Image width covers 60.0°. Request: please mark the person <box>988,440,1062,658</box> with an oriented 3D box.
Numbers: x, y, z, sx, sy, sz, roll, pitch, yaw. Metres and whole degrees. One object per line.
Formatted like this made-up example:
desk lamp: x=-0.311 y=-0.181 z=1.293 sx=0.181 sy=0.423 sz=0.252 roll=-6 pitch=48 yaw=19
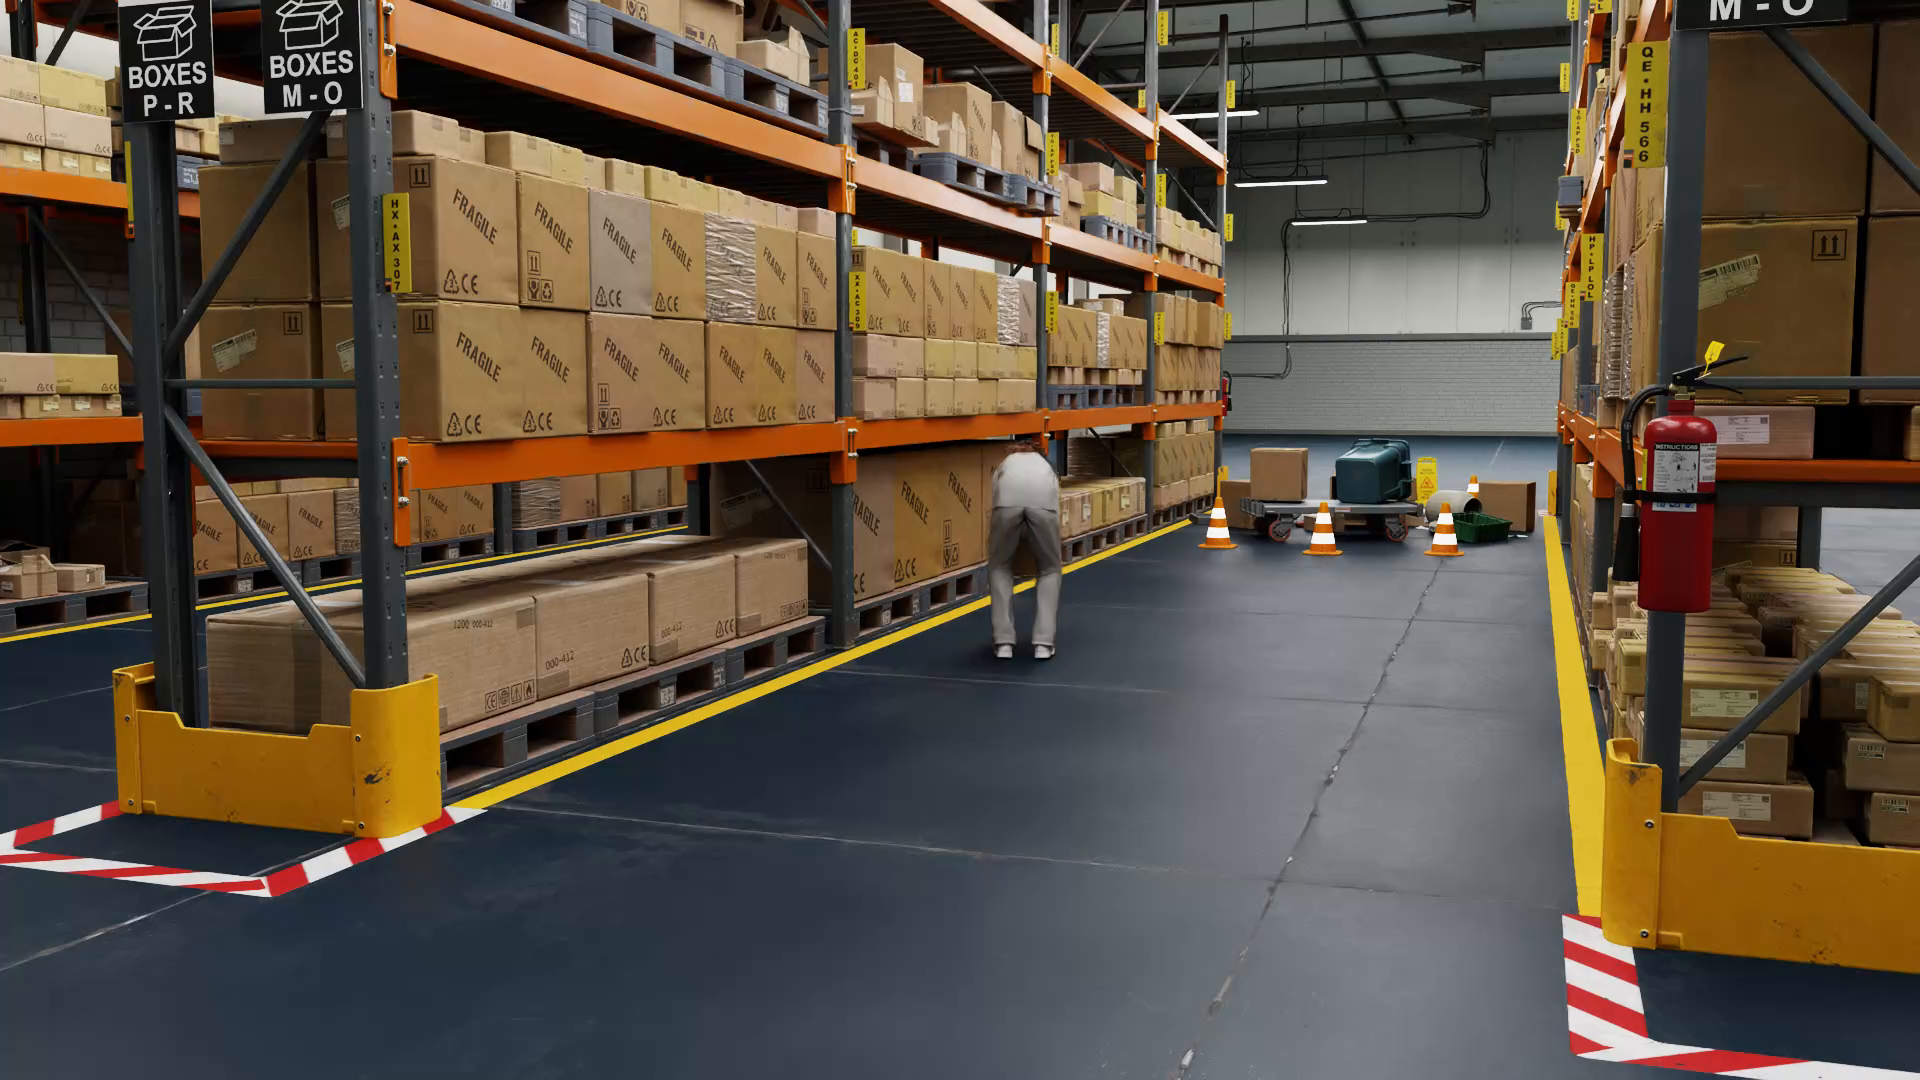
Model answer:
person: x=0.373 y=0.033 z=9.442 sx=0.417 sy=1.202 sz=0.853 roll=0 pitch=5 yaw=4
